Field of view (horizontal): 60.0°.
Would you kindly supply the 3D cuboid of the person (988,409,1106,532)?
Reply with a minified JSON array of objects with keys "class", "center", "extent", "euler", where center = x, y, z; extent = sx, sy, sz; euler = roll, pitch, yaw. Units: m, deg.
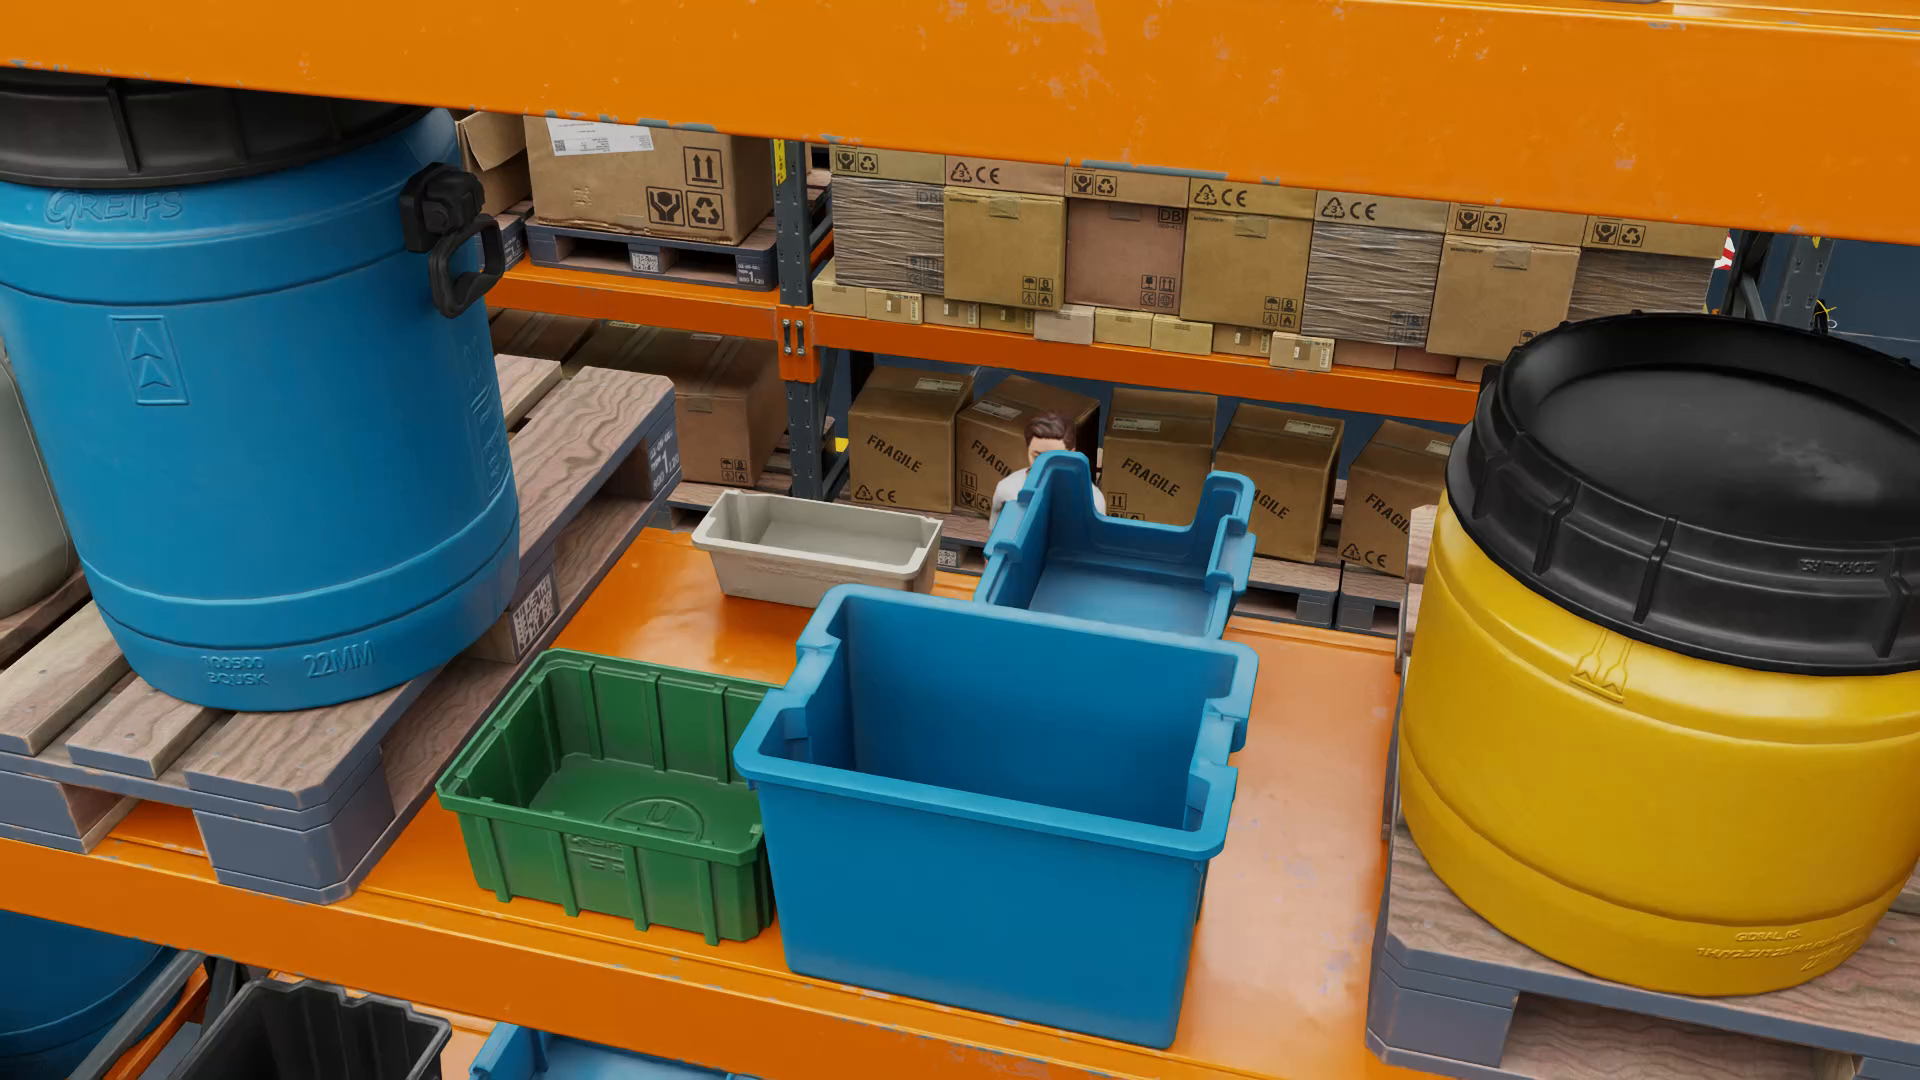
[{"class":"person","center":[0.307,0.294,6.219],"extent":[0.441,1.704,0.467],"euler":[9,34,13]}]
